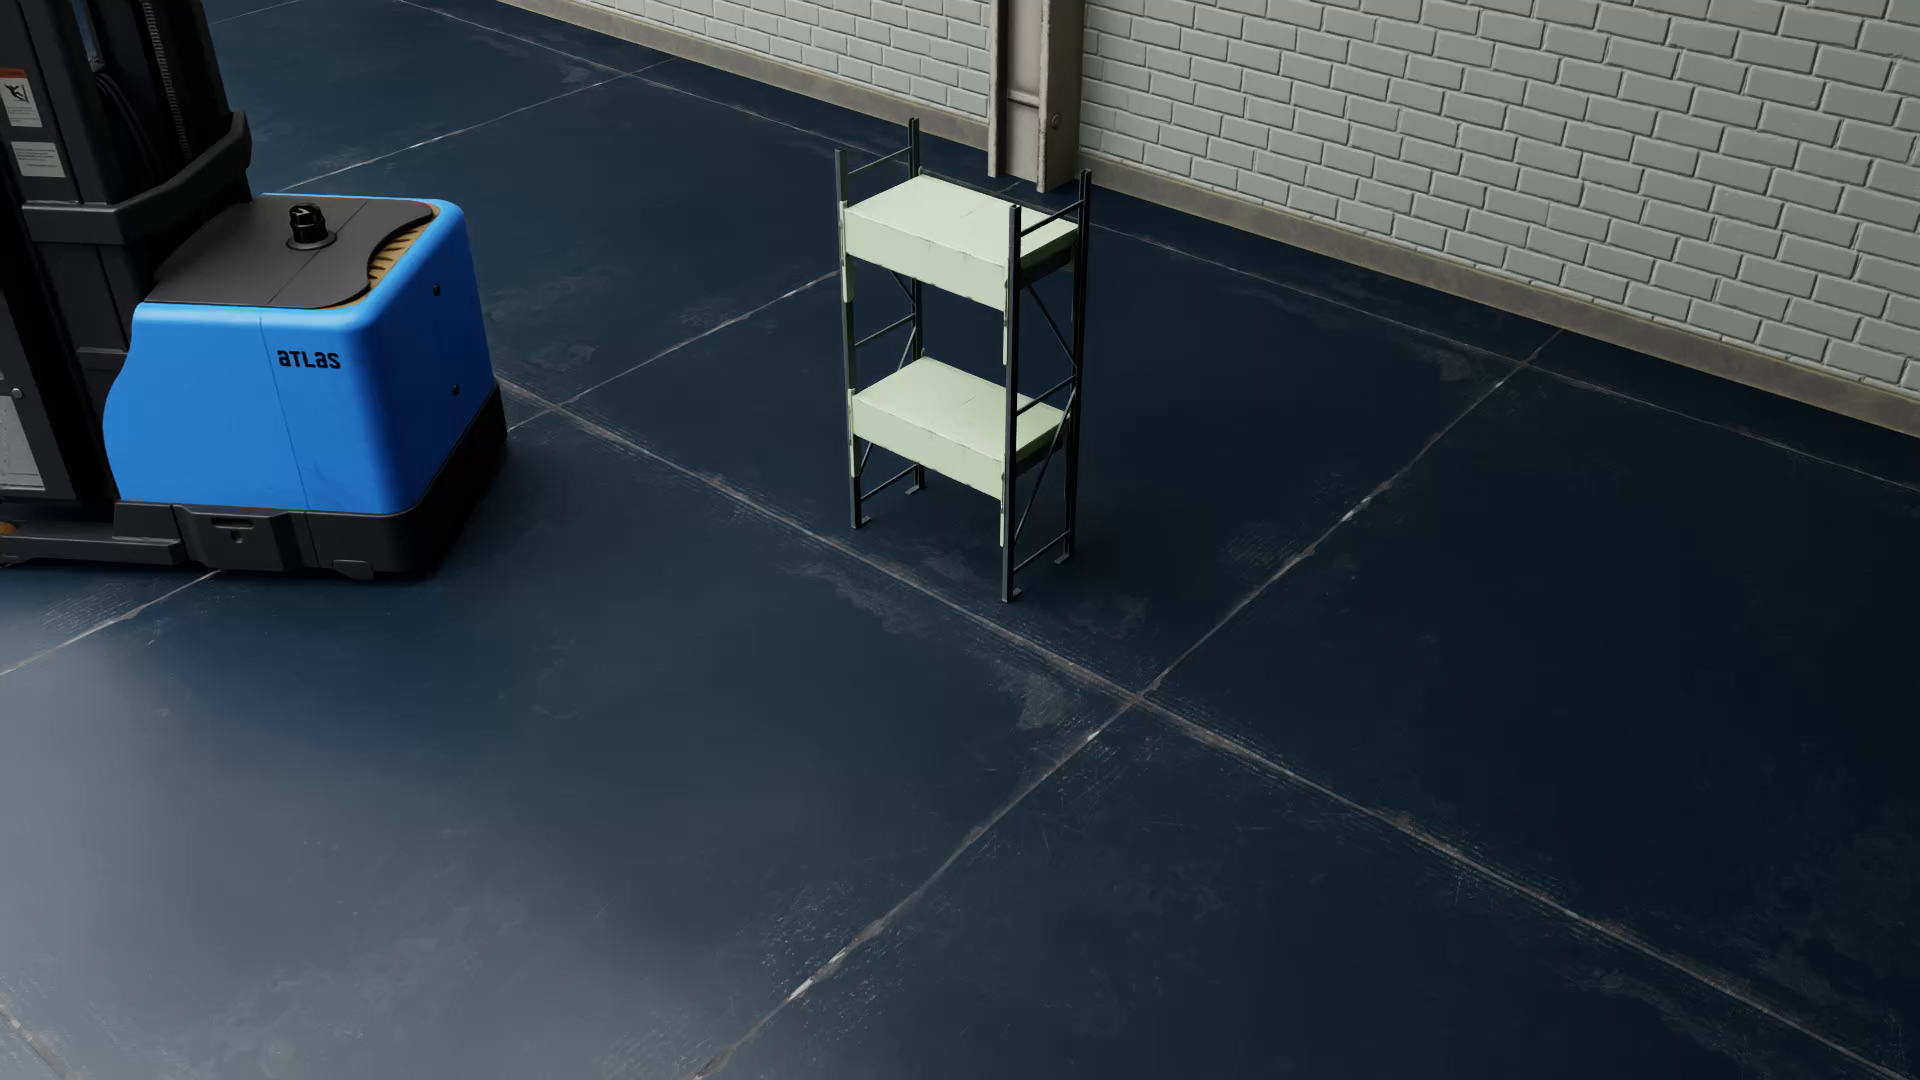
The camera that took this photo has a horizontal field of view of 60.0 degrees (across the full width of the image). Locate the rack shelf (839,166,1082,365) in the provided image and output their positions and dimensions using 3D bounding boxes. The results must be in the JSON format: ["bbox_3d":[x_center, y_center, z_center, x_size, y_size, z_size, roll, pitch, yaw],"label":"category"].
[{"bbox_3d":[0.005,-0.938,5.601,0.720,0.370,0.431,25,42,32],"label":"rack shelf"}]

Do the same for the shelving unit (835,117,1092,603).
[{"bbox_3d":[0.005,-0.616,5.822,0.755,1.500,0.431,25,42,32],"label":"shelving unit"}]

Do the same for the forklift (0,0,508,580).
[{"bbox_3d":[-3.380,-1.404,5.705,3.031,2.935,1.130,3,35,4],"label":"forklift"}]

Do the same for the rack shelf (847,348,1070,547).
[{"bbox_3d":[0.005,-0.347,6.006,0.720,0.370,0.431,25,42,32],"label":"rack shelf"}]

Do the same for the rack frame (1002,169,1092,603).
[{"bbox_3d":[0.286,-0.483,5.629,0.023,1.500,0.400,25,42,32],"label":"rack frame"}]

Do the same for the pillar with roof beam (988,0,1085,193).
[{"bbox_3d":[-2.353,-3.847,3.902,0.400,9.000,9.100,25,42,32],"label":"pillar with roof beam"}]

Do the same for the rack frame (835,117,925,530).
[{"bbox_3d":[-0.276,-0.748,6.015,0.023,1.500,0.400,25,42,32],"label":"rack frame"}]
